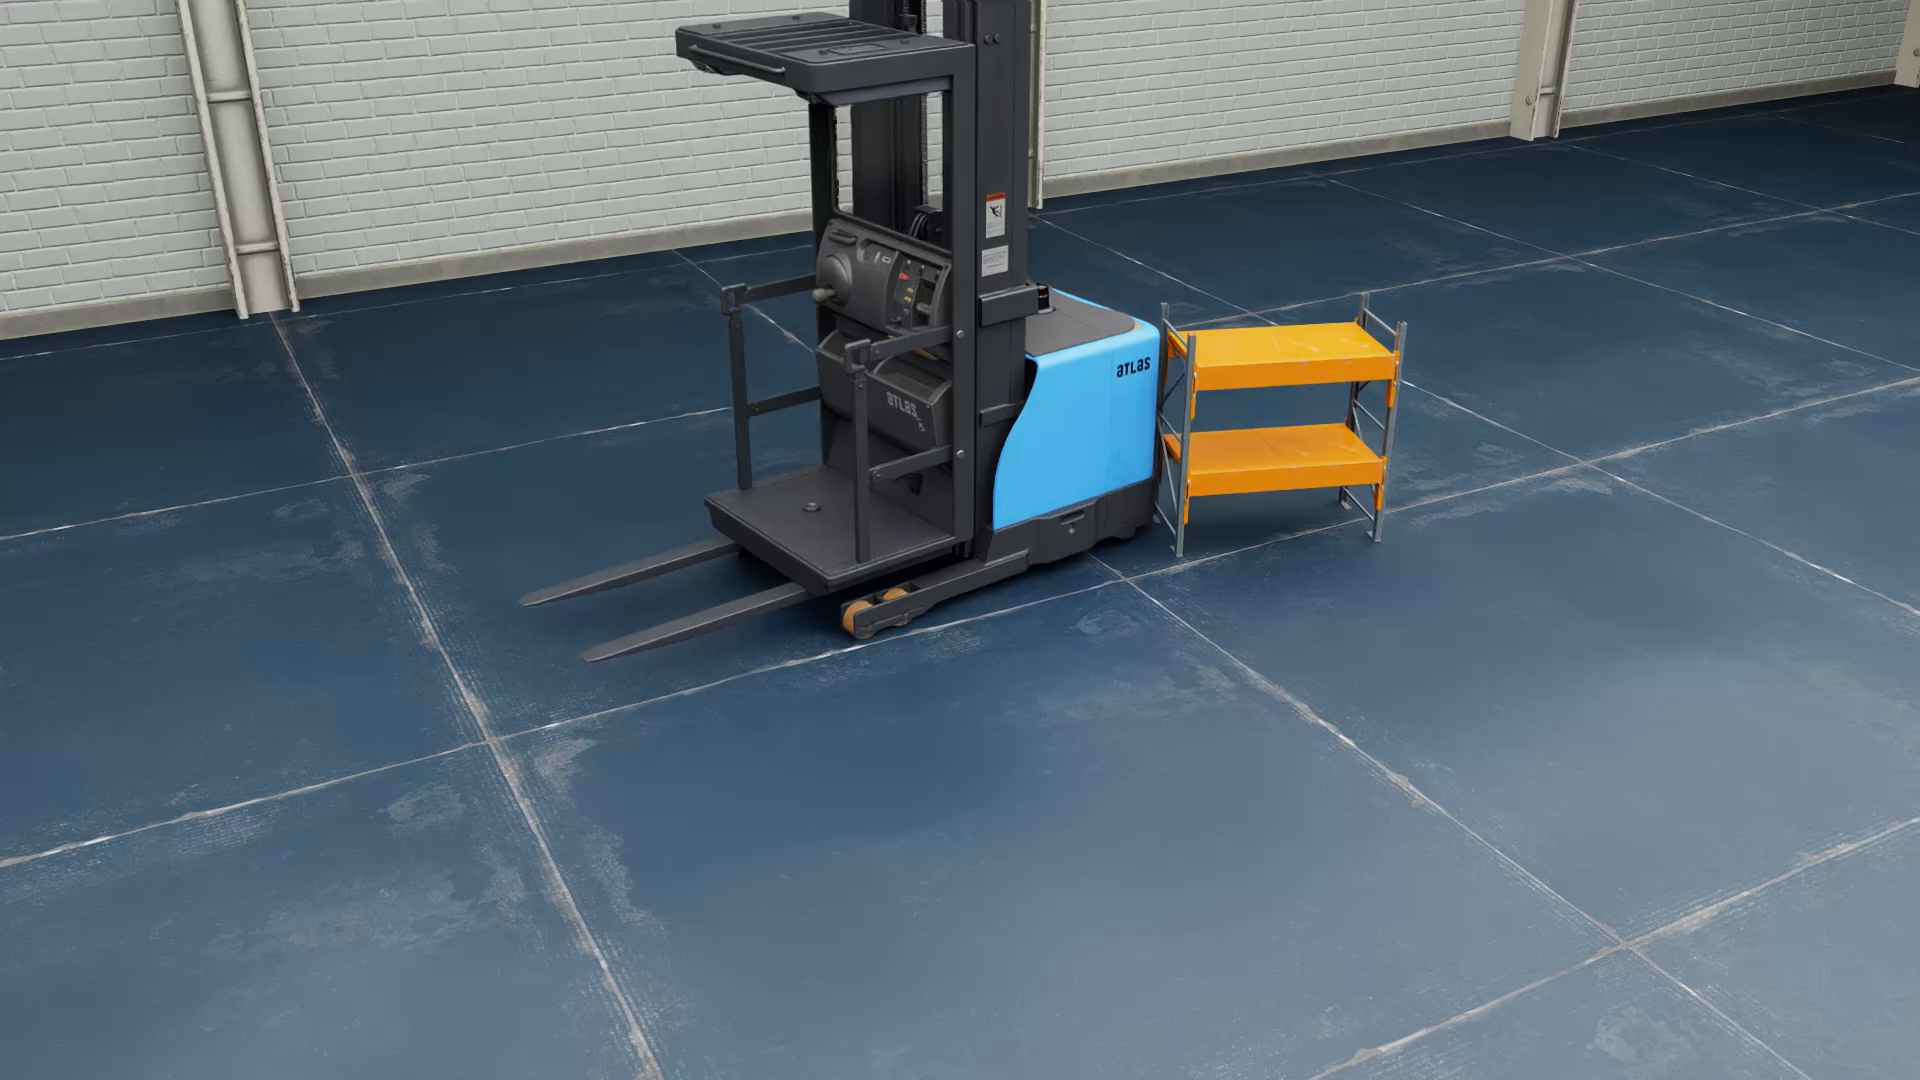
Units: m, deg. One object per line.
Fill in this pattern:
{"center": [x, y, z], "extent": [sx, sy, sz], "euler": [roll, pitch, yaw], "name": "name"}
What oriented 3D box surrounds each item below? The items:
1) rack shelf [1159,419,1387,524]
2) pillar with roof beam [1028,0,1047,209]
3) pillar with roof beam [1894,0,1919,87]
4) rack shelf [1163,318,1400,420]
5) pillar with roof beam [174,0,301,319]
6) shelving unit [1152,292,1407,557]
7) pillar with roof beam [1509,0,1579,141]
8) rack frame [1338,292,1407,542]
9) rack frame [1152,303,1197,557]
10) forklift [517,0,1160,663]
{"center": [1.527, -0.348, 8.241], "extent": [1.000, 0.278, 0.538], "euler": [-4, 26, -9], "name": "rack shelf"}
{"center": [2.483, -5.249, 8.785], "extent": [0.400, 9.000, 9.100], "euler": [-13, 29, -25], "name": "pillar with roof beam"}
{"center": [13.071, -7.693, 13.875], "extent": [0.400, 9.000, 9.100], "euler": [-13, 29, -25], "name": "pillar with roof beam"}
{"center": [1.527, -0.832, 8.008], "extent": [1.000, 0.278, 0.538], "euler": [-4, 26, -9], "name": "rack shelf"}
{"center": [-2.811, -4.027, 6.240], "extent": [0.400, 9.000, 9.100], "euler": [-13, 29, -25], "name": "pillar with roof beam"}
{"center": [1.527, -0.569, 8.135], "extent": [1.048, 1.125, 0.538], "euler": [-4, 26, -9], "name": "shelving unit"}
{"center": [7.777, -6.471, 11.330], "extent": [0.400, 9.000, 9.100], "euler": [-13, 29, -25], "name": "pillar with roof beam"}
{"center": [2.028, -0.605, 8.210], "extent": [0.032, 1.125, 0.500], "euler": [-4, 26, -9], "name": "rack frame"}
{"center": [1.025, -0.532, 8.059], "extent": [0.032, 1.125, 0.500], "euler": [-4, 26, -9], "name": "rack frame"}
{"center": [-0.512, -1.143, 7.243], "extent": [3.031, 2.935, 1.130], "euler": [-18, 31, -33], "name": "forklift"}
